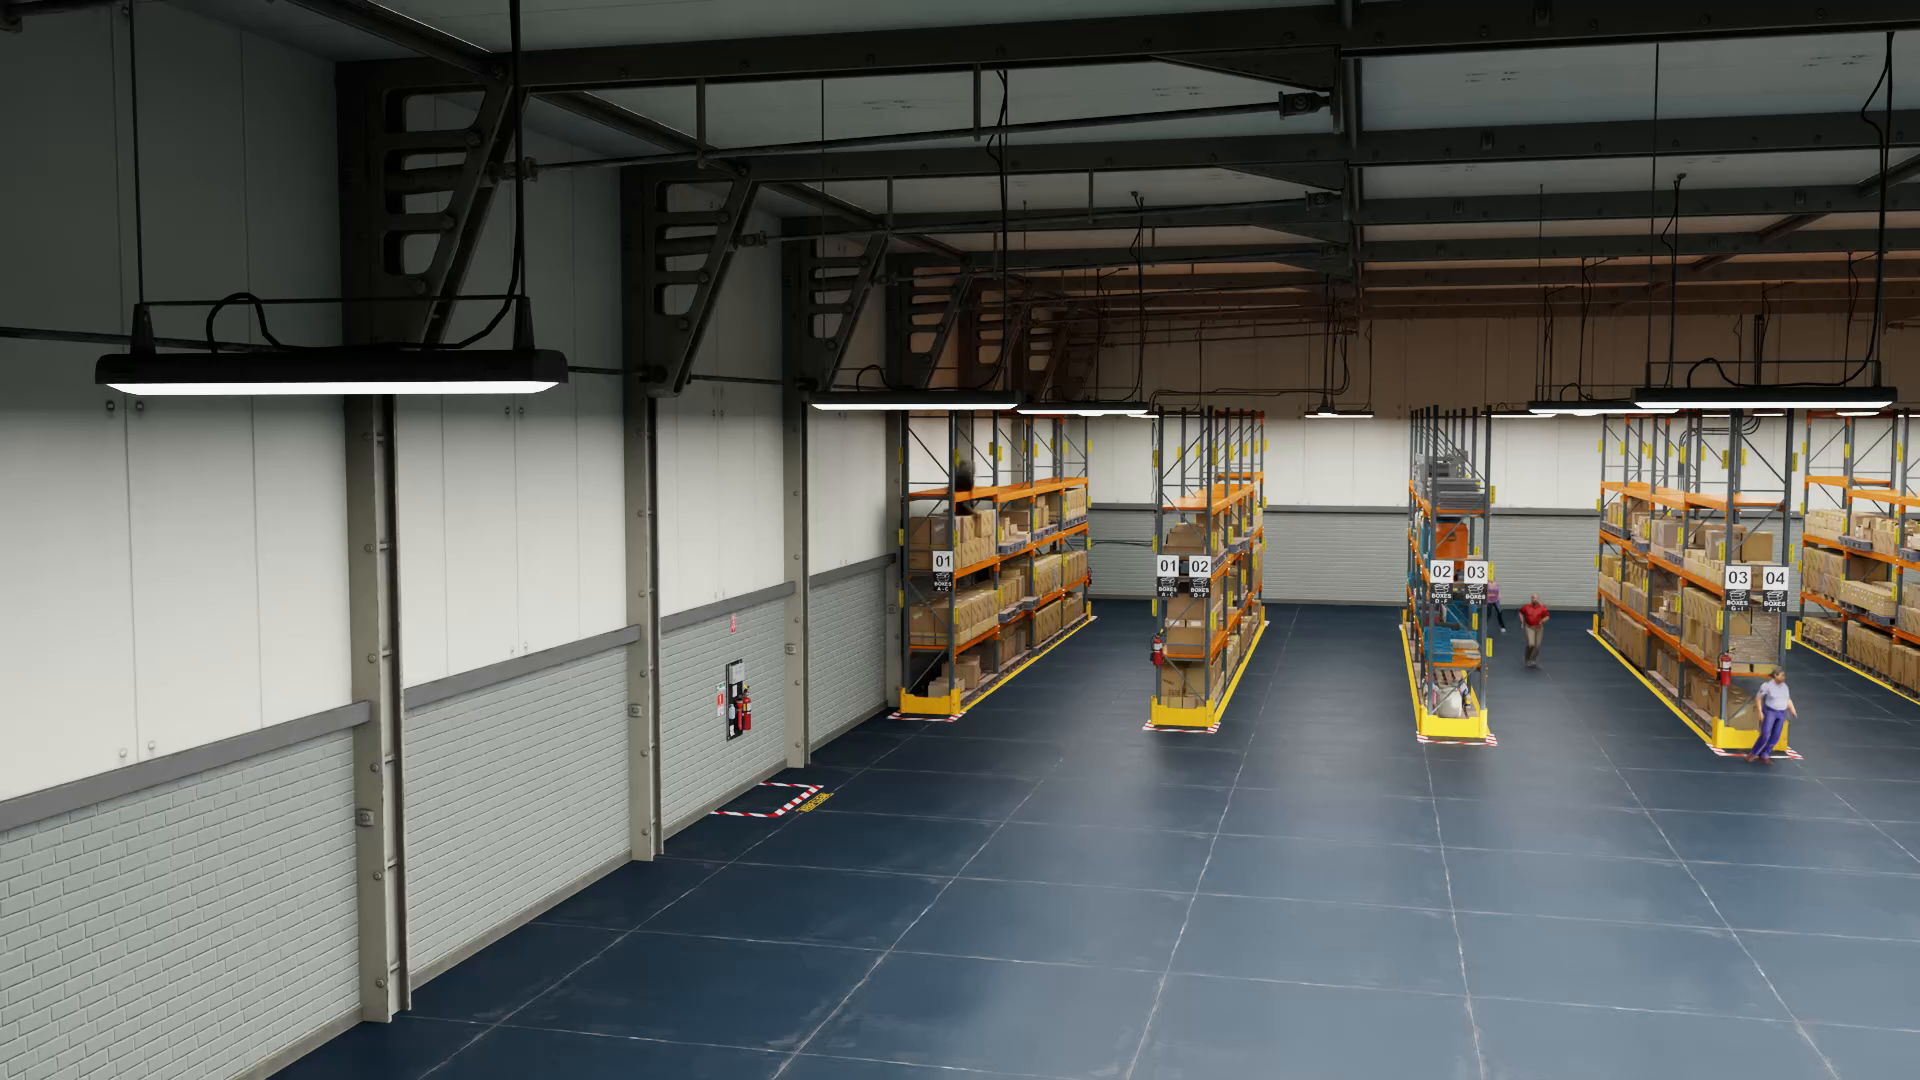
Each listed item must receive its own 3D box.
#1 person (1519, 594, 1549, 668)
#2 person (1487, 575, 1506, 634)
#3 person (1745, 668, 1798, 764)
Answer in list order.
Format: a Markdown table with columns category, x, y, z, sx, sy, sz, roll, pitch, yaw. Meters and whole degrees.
| category | x | y | z | sx | sy | sz | roll | pitch | yaw |
| --- | --- | --- | --- | --- | --- | --- | --- | --- | --- |
| person | 13.306 | 2.146 | 38.498 | 0.632 | 1.658 | 0.692 | 1 | 4 | 8 |
| person | 14.384 | 1.702 | 44.947 | 0.553 | 1.602 | 0.863 | 0 | 4 | -4 |
| person | 13.487 | 2.978 | 27.669 | 0.737 | 1.564 | 0.599 | -1 | 4 | -16 |
